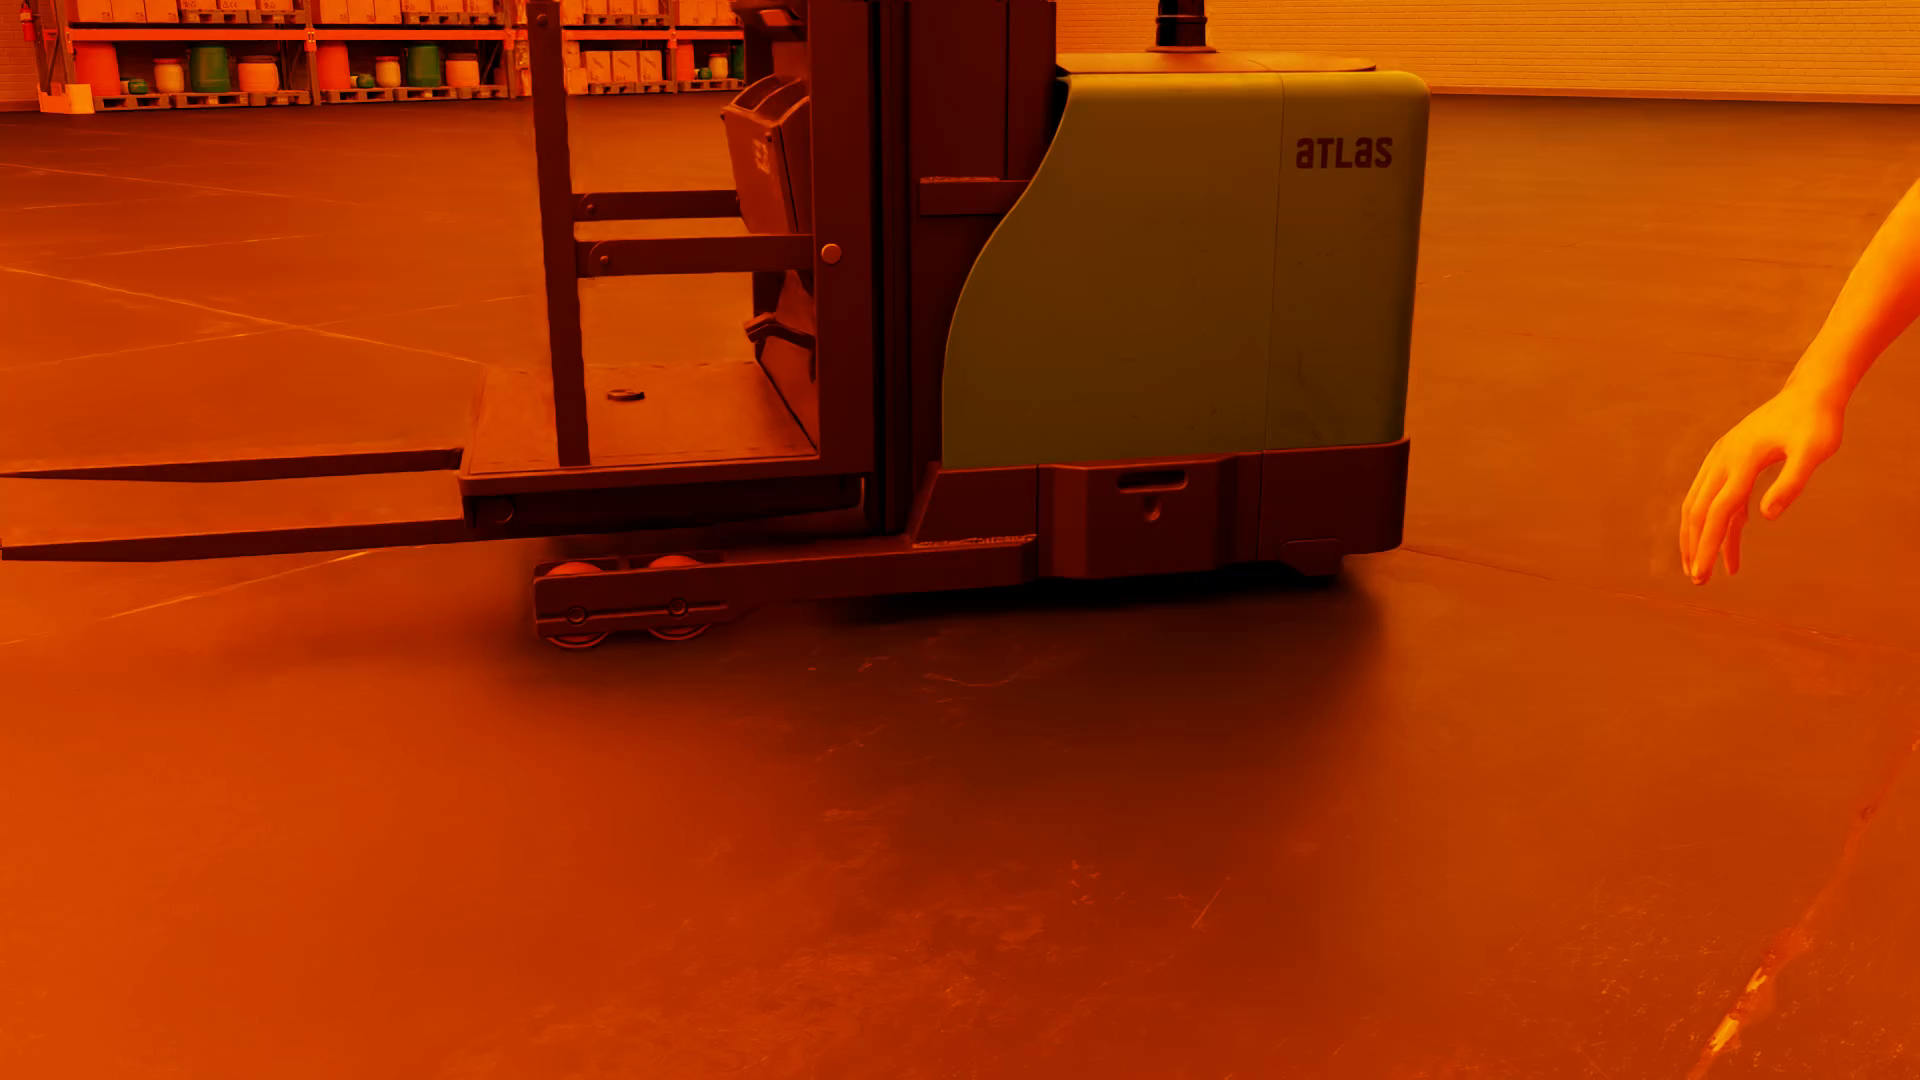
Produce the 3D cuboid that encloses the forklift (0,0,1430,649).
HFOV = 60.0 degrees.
[{"bbox_3d":[-0.594,-1.359,3.372,3.031,2.935,1.130,-4,17,-13],"label":"forklift"}]
